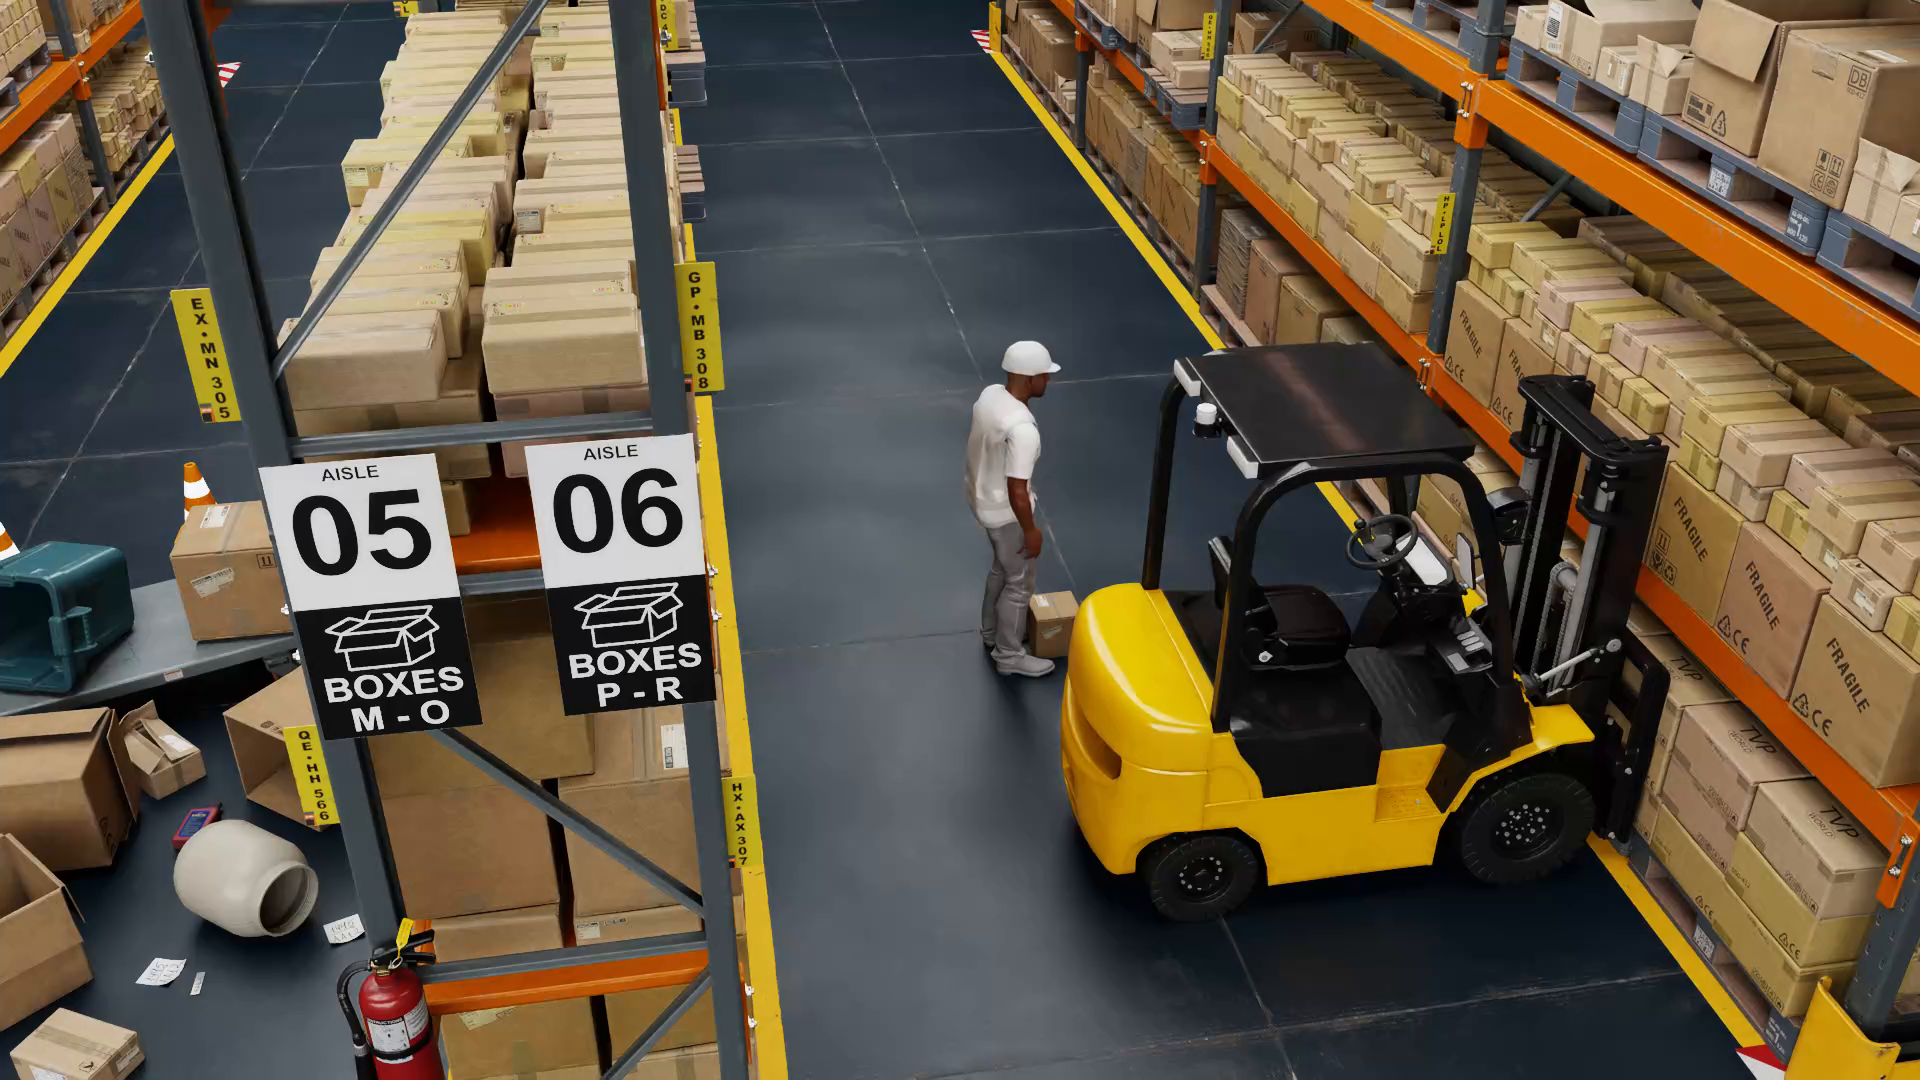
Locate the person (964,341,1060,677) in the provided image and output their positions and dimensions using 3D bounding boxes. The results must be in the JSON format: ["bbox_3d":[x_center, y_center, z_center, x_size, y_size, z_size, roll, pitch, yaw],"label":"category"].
[{"bbox_3d":[0.269,-0.174,8.417,0.461,1.759,0.632,-7,31,-12],"label":"person"}]
